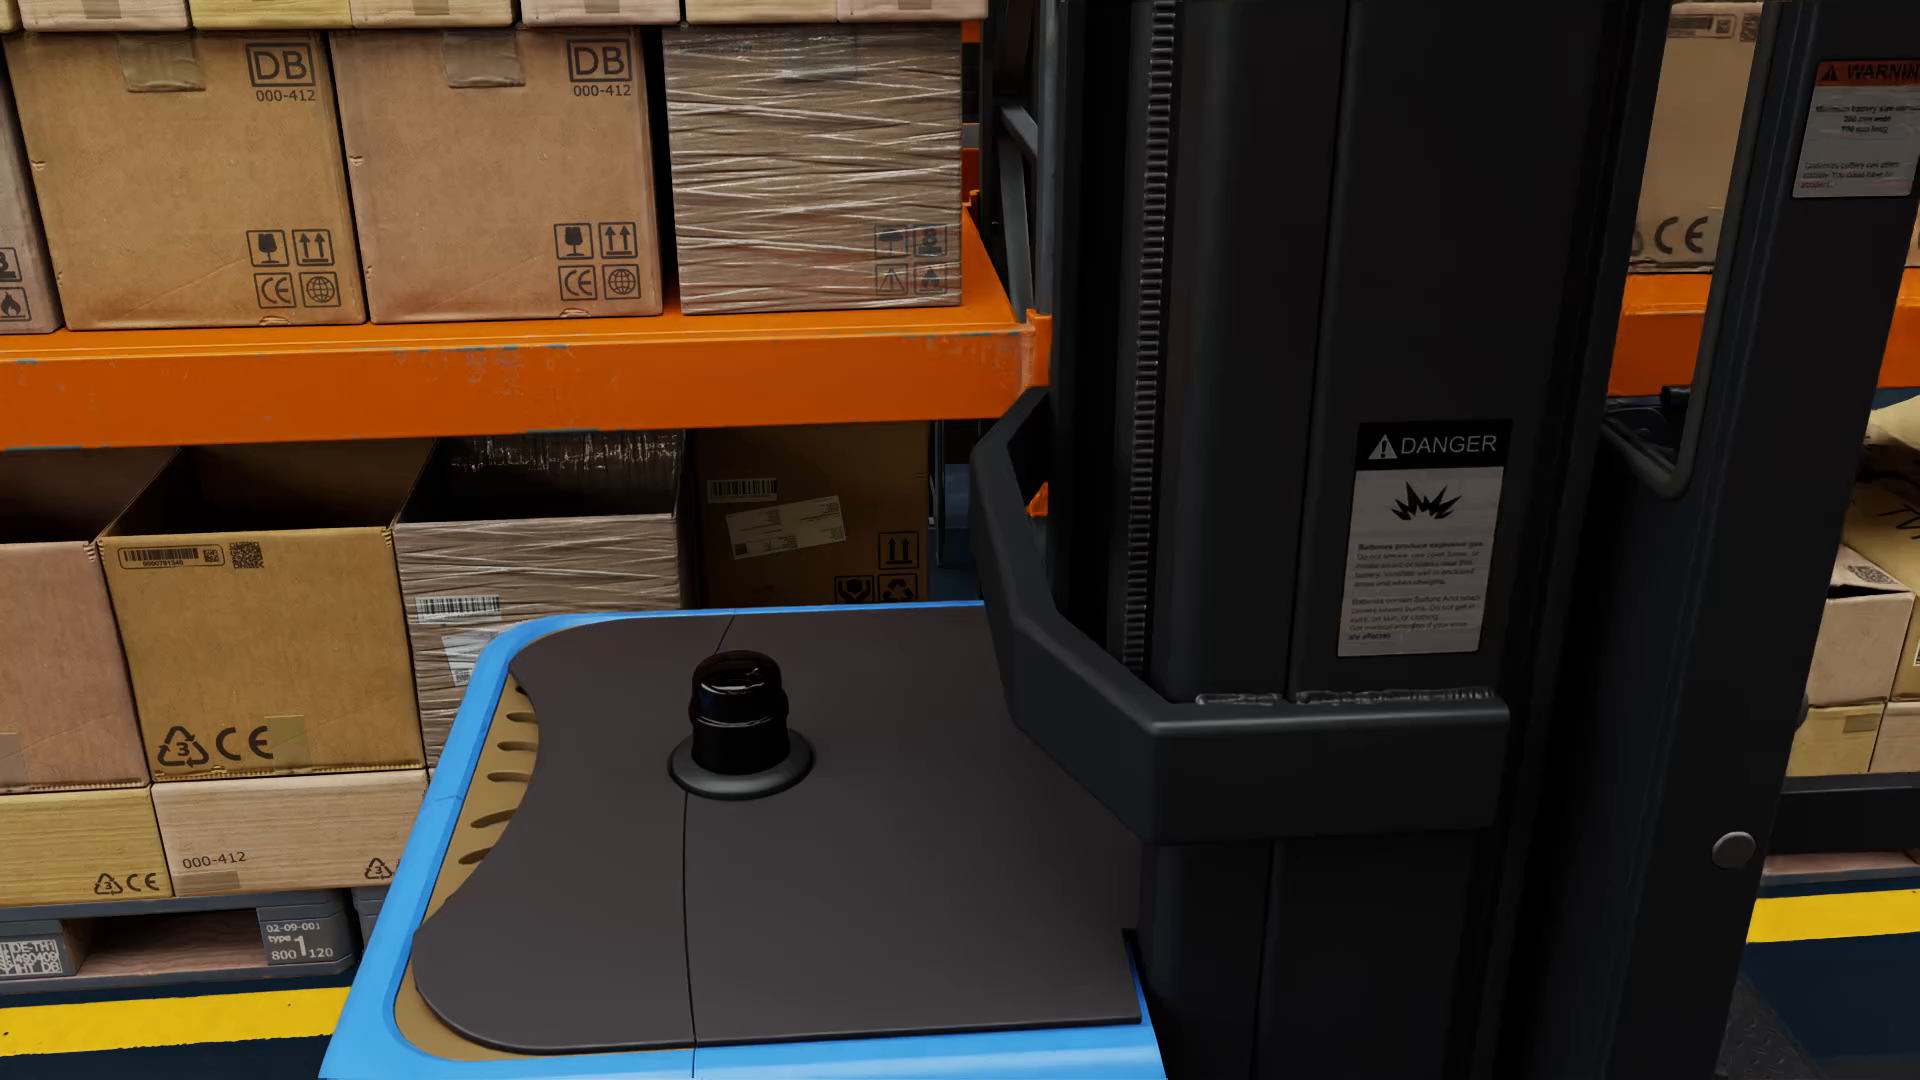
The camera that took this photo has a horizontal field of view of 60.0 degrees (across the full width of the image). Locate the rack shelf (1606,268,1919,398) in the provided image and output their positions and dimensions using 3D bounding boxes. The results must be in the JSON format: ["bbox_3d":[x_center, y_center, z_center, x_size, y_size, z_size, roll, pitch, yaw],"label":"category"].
[{"bbox_3d":[2.144,-0.501,3.570,4.000,0.370,1.077,-2,24,-5],"label":"rack shelf"}]

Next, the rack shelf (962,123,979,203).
[{"bbox_3d":[0.165,-0.954,4.844,0.480,0.518,0.431,-2,24,-5],"label":"rack shelf"}]

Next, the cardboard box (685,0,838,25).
[{"bbox_3d":[-0.342,-0.986,2.853,0.250,0.149,0.380,-3,24,-6],"label":"cardboard box"}]

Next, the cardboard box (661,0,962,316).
[{"bbox_3d":[-0.287,-0.776,3.179,0.500,0.500,0.700,-3,24,-7],"label":"cardboard box"}]

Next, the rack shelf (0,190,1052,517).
[{"bbox_3d":[-1.836,-0.342,3.211,4.000,0.370,1.077,-2,24,-5],"label":"rack shelf"}]

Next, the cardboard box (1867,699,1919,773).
[{"bbox_3d":[2.110,0.337,3.667,0.500,0.250,0.500,-2,24,-4],"label":"cardboard box"}]

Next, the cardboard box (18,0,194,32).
[{"bbox_3d":[-1.359,-0.945,2.761,0.250,0.149,0.380,-2,24,-4],"label":"cardboard box"}]

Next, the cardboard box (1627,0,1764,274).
[{"bbox_3d":[1.444,-0.841,3.326,0.500,0.500,0.500,-1,24,-1],"label":"cardboard box"}]

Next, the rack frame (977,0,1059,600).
[{"bbox_3d":[0.154,-0.750,3.245,0.127,3.000,1.000,-2,24,-5],"label":"rack frame"}]

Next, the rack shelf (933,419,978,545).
[{"bbox_3d":[0.165,-0.314,5.128,0.480,0.518,0.431,-2,24,-5],"label":"rack shelf"}]

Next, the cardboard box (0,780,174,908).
[{"bbox_3d":[-1.778,0.483,3.338,0.500,0.250,0.500,-2,24,-5],"label":"cardboard box"}]

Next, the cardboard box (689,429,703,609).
[{"bbox_3d":[-0.835,-0.113,3.756,0.500,0.500,0.500,-2,24,-5],"label":"cardboard box"}]

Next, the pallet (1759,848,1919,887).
[{"bbox_3d":[2.100,0.429,4.025,1.213,0.211,1.003,-2,24,-5],"label":"pallet"}]

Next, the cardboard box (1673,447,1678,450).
[{"bbox_3d":[1.543,-0.116,3.996,0.500,0.311,0.500,-2,24,-5],"label":"cardboard box"}]

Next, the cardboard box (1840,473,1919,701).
[{"bbox_3d":[2.119,0.081,3.554,0.500,0.311,0.500,-2,24,-4],"label":"cardboard box"}]

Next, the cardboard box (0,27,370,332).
[{"bbox_3d":[-1.311,-0.733,3.084,0.500,0.500,0.700,-2,24,-4],"label":"cardboard box"}]

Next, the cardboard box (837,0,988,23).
[{"bbox_3d":[-0.096,-0.995,2.873,0.250,0.149,0.380,-2,24,-5],"label":"cardboard box"}]

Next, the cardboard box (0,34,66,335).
[{"bbox_3d":[-1.821,-0.712,3.037,0.500,0.500,0.700,-2,24,-4],"label":"cardboard box"}]

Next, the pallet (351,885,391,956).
[{"bbox_3d":[-0.642,0.539,3.778,1.213,0.211,1.003,-2,24,-5],"label":"pallet"}]

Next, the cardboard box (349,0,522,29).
[{"bbox_3d":[-0.864,-0.963,2.803,0.250,0.149,0.380,-2,24,-5],"label":"cardboard box"}]

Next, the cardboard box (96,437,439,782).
[{"bbox_3d":[-1.282,0.115,3.242,0.500,0.500,0.500,-2,24,-5],"label":"cardboard box"}]

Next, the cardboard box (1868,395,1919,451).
[{"bbox_3d":[2.555,-0.155,4.084,0.500,0.311,0.500,-3,24,-7],"label":"cardboard box"}]

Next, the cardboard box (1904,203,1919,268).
[{"bbox_3d":[1.942,-0.861,3.371,0.500,0.500,0.500,-2,24,-5],"label":"cardboard box"}]

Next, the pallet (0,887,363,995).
[{"bbox_3d":[-1.859,0.589,3.665,1.213,0.211,1.003,-2,24,-5],"label":"pallet"}]

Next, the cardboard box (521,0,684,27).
[{"bbox_3d":[-0.602,-0.974,2.827,0.250,0.149,0.380,-3,24,-7],"label":"cardboard box"}]

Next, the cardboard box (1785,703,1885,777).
[{"bbox_3d":[1.604,0.357,3.622,0.500,0.250,0.500,-3,24,-7],"label":"cardboard box"}]

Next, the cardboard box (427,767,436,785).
[{"bbox_3d":[-0.785,0.437,3.441,0.500,0.250,0.500,-2,24,-5],"label":"cardboard box"}]

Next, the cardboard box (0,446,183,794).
[{"bbox_3d":[-1.778,0.141,3.184,0.500,0.500,0.500,-2,24,-5],"label":"cardboard box"}]

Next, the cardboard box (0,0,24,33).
[{"bbox_3d":[-1.623,-0.933,2.734,0.250,0.149,0.380,-2,24,-3],"label":"cardboard box"}]

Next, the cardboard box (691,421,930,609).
[{"bbox_3d":[-0.338,-0.136,3.808,0.500,0.500,0.500,-2,24,-5],"label":"cardboard box"}]

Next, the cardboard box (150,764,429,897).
[{"bbox_3d":[-1.281,0.463,3.383,0.500,0.250,0.500,-2,24,-5],"label":"cardboard box"}]

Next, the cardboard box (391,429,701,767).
[{"bbox_3d":[-0.785,0.094,3.291,0.500,0.500,0.500,-2,24,-5],"label":"cardboard box"}]

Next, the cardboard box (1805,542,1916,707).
[{"bbox_3d":[1.603,0.103,3.502,0.500,0.311,0.500,-3,24,-7],"label":"cardboard box"}]

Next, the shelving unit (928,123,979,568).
[{"bbox_3d":[0.165,-0.966,4.838,0.503,2.100,0.431,-2,24,-5],"label":"shelving unit"}]

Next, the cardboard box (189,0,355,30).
[{"bbox_3d":[-1.108,-0.955,2.783,0.250,0.149,0.380,-2,24,-5],"label":"cardboard box"}]

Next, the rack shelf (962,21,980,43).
[{"bbox_3d":[1.654,-2.503,8.075,4.000,0.370,1.077,-2,24,-5],"label":"rack shelf"}]

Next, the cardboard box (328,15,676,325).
[{"bbox_3d":[-0.811,-0.752,3.125,0.500,0.500,0.700,-3,24,-6],"label":"cardboard box"}]

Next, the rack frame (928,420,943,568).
[{"bbox_3d":[-0.078,-0.956,4.816,0.015,2.100,0.400,-2,24,-5],"label":"rack frame"}]

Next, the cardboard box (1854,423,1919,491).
[{"bbox_3d":[2.043,-0.135,4.038,0.500,0.311,0.500,-3,24,-6],"label":"cardboard box"}]
